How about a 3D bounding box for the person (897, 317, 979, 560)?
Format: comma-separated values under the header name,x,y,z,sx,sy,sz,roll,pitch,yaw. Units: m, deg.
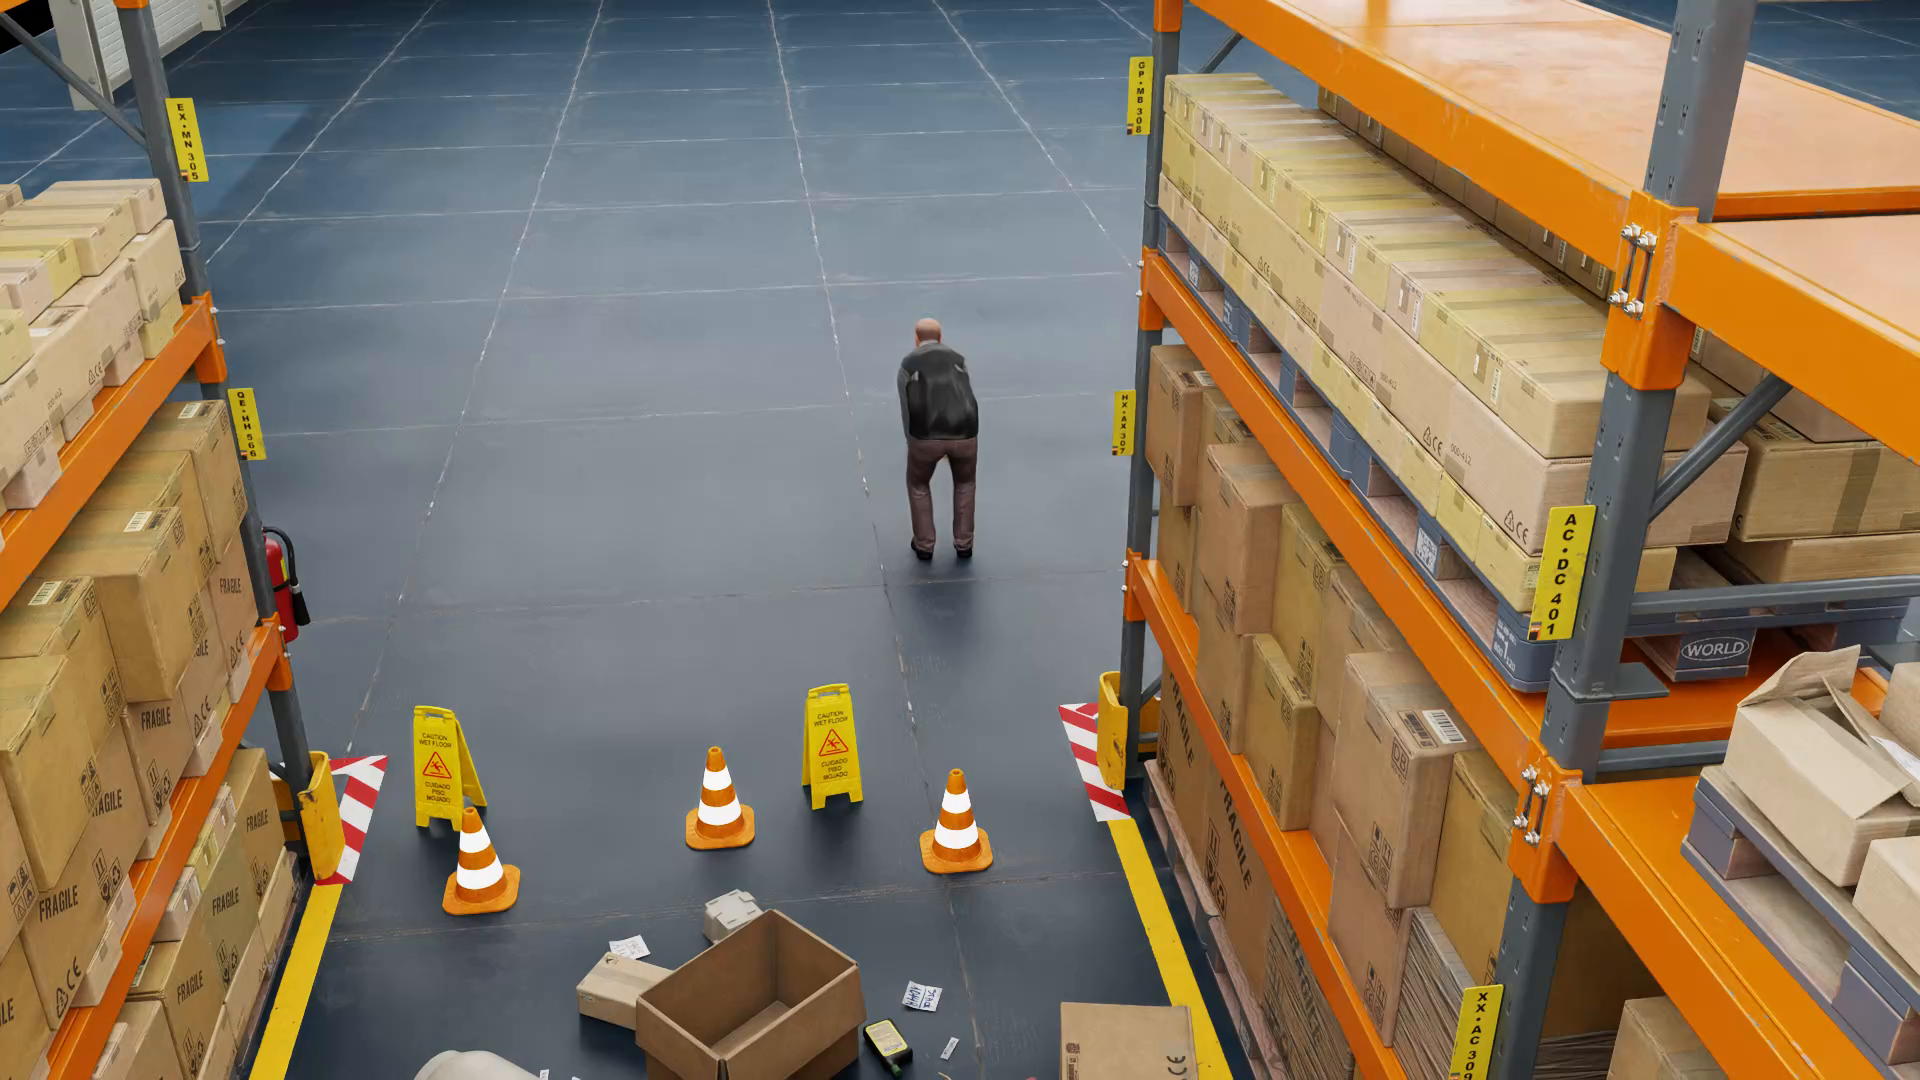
name,x,y,z,sx,sy,sz,roll,pitch,yaw
person,-0.151,-0.643,10.723,0.472,1.428,0.832,-4,27,-8
